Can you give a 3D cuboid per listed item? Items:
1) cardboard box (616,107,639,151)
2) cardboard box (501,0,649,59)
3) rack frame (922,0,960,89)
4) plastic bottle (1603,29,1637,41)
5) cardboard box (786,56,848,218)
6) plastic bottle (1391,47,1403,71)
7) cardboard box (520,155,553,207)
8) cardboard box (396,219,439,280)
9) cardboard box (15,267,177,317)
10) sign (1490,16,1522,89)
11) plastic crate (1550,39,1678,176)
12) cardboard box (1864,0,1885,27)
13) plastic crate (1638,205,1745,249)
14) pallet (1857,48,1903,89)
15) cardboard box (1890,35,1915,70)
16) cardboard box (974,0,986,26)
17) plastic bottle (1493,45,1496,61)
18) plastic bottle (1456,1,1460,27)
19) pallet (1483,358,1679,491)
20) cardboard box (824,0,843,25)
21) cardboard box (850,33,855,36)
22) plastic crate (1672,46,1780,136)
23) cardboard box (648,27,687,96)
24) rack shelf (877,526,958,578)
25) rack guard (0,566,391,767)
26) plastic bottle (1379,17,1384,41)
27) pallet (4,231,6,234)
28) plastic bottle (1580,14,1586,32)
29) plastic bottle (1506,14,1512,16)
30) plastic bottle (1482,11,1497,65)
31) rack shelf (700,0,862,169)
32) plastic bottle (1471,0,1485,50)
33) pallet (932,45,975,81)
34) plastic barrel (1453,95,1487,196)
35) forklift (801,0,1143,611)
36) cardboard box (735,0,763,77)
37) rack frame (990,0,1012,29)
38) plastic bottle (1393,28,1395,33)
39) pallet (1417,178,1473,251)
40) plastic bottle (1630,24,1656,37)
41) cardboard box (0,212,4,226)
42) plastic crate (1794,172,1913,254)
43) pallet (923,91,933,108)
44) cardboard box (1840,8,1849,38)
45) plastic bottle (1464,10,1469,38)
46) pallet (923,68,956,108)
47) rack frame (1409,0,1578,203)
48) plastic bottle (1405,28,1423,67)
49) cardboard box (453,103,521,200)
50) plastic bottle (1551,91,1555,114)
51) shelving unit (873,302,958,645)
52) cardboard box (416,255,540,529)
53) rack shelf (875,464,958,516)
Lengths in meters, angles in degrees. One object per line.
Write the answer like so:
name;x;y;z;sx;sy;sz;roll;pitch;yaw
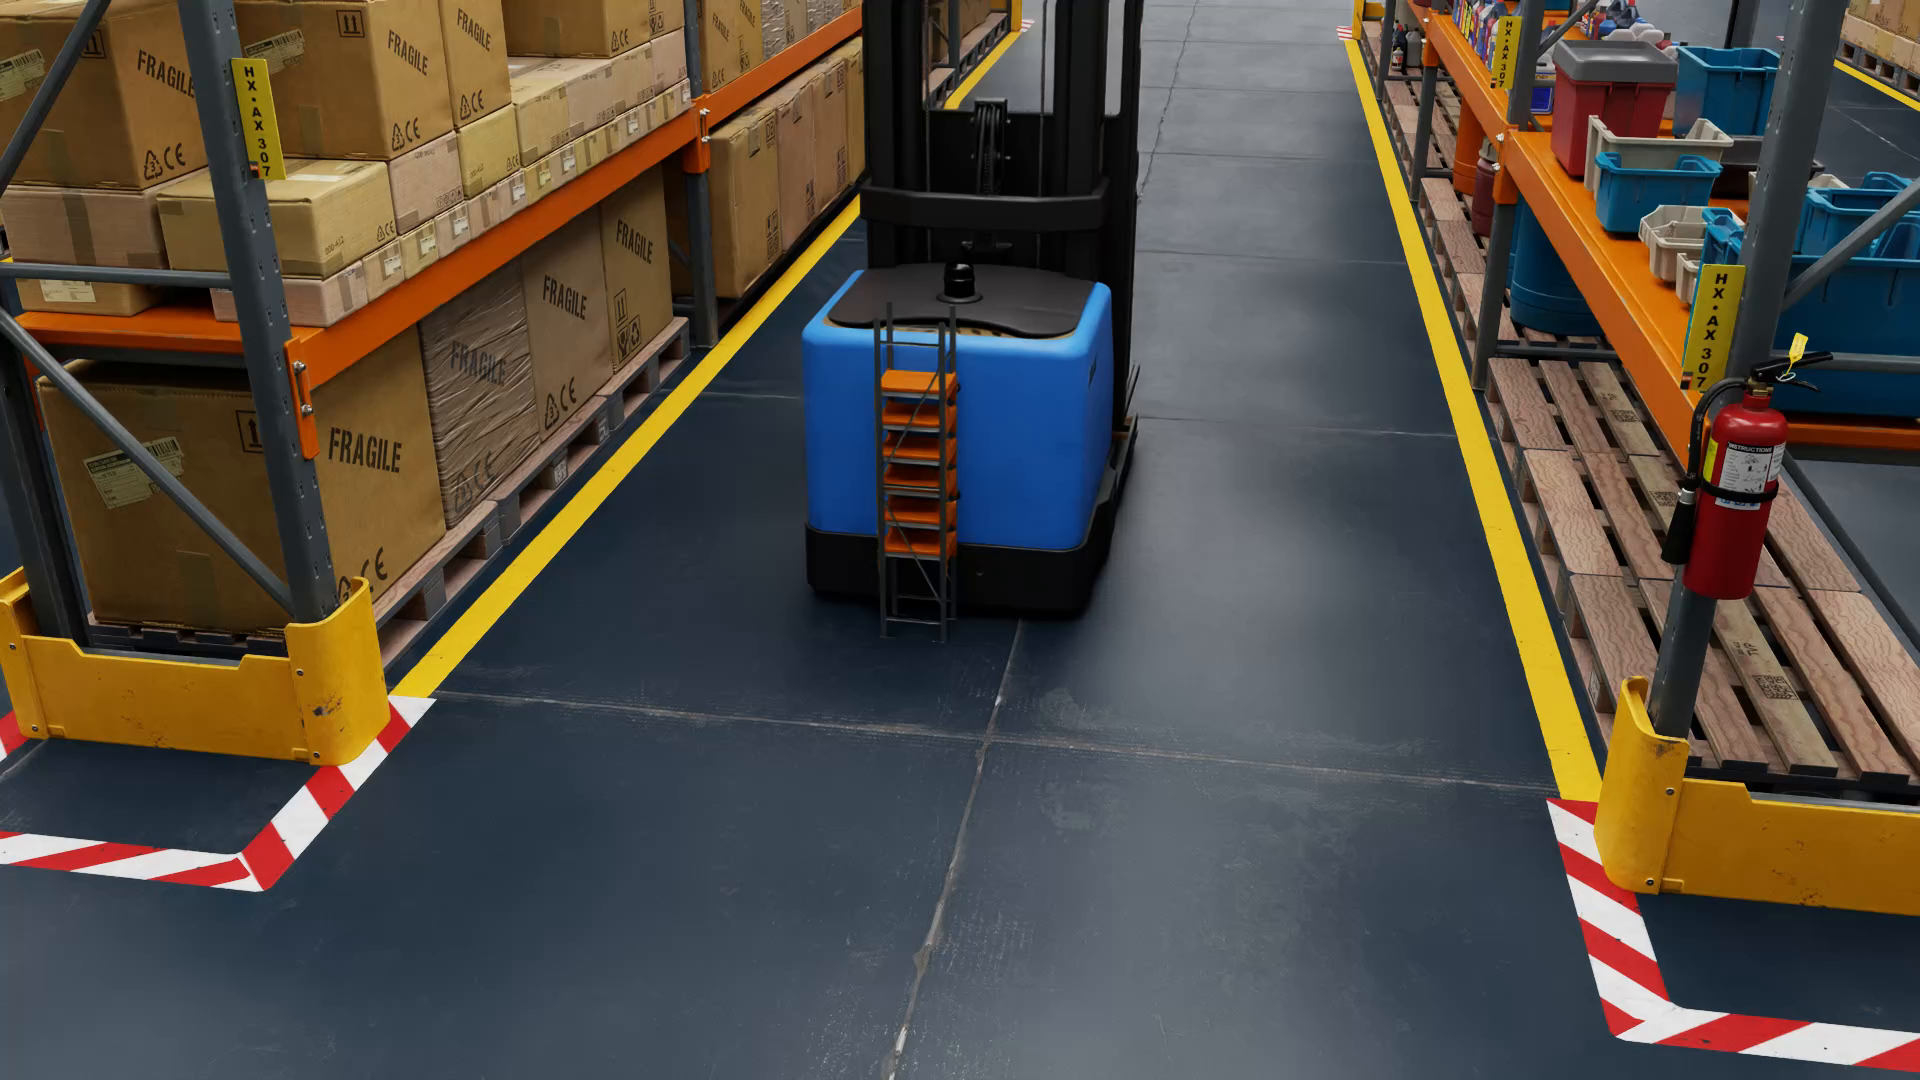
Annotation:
cardboard box;-1.666;-1.850;7.461;0.380;0.149;0.250;4;25;9
cardboard box;-1.711;-2.423;7.330;0.500;0.500;0.500;4;25;9
rack frame;-0.506;-5.783;15.566;1.000;3.000;0.127;4;25;9
plastic bottle;3.526;-2.602;8.918;0.152;0.276;0.135;4;25;9
cardboard box;-1.446;-2.678;10.944;1.225;0.875;0.875;4;25;9
plastic bottle;4.132;-4.545;15.703;0.097;0.201;0.097;0;25;0
cardboard box;-1.834;-1.419;6.540;0.380;0.149;0.250;3;25;7
cardboard box;-2.002;-0.990;5.623;0.380;0.149;0.250;3;25;7
cardboard box;-2.734;-0.822;5.264;0.380;0.149;0.250;5;25;10
sign;2.530;-2.258;7.709;0.100;0.325;0.005;4;25;9
plastic crate;2.680;-1.794;6.897;0.402;0.464;0.583;4;25;9
cardboard box;9.464;-5.424;16.663;0.500;0.500;0.500;4;25;9
plastic crate;2.487;-1.045;5.685;0.298;0.136;0.250;4;25;9
pallet;9.635;-4.673;16.485;1.003;0.211;1.213;4;25;9
cardboard box;9.285;-4.667;15.931;0.500;0.250;0.500;4;25;9
cardboard box;-0.035;-6.001;18.486;0.500;0.500;0.500;11;27;22
plastic bottle;2.982;-2.645;9.008;0.152;0.276;0.135;4;25;9
plastic bottle;3.275;-3.431;10.775;0.097;0.201;0.097;0;25;0
pallet;2.991;-0.520;7.613;1.003;0.211;1.213;4;25;9
cardboard box;-1.083;-3.723;11.048;0.500;0.500;0.500;4;25;8
cardboard box;-1.080;-3.799;12.872;0.500;0.250;0.500;5;26;11
plastic crate;3.333;-1.895;7.207;0.392;0.384;0.575;4;25;9
cardboard box;-1.627;-2.301;7.953;0.500;0.250;0.500;4;25;8
rack shelf;-0.150;0.040;5.920;0.258;0.103;0.180;5;25;10
rack guard;-2.471;0.378;5.352;1.175;0.500;0.348;4;25;9
plastic bottle;4.430;-5.339;17.318;0.097;0.271;0.097;0;25;0
pallet;-6.367;-2.397;11.622;1.003;0.211;1.213;4;25;9
plastic bottle;4.007;-3.334;10.569;0.097;0.201;0.097;0;25;0
plastic bottle;3.094;-2.841;9.434;0.097;0.271;0.097;0;25;0
plastic bottle;3.013;-2.845;9.427;0.061;0.283;0.133;4;25;9
rack shelf;-1.487;-2.947;10.357;1.077;0.370;4.000;4;25;9
plastic bottle;3.103;-3.075;9.919;0.061;0.283;0.133;4;25;9
pallet;-0.431;-4.803;16.762;1.003;0.211;1.213;4;25;9
plastic barrel;3.663;-2.768;11.190;0.600;0.830;0.708;4;25;9
forklift;0.206;-1.669;6.857;1.130;2.935;3.031;5;25;10
cardboard box;-1.410;-2.867;9.220;0.500;0.500;0.500;4;25;9
rack frame;0.148;-7.456;19.140;1.000;3.000;0.127;4;25;9
plastic bottle;4.218;-4.849;16.256;0.061;0.283;0.133;6;26;12
pallet;3.639;-2.171;11.139;1.003;0.211;1.213;4;25;9
plastic bottle;3.714;-2.689;9.102;0.152;0.276;0.135;4;25;9
cardboard box;-6.308;-2.171;10.304;0.500;0.500;0.500;5;26;11
plastic crate;3.049;-1.129;5.750;0.416;0.233;0.300;4;25;9
pallet;-0.829;-3.682;14.368;1.003;0.211;1.213;4;25;9
cardboard box;9.613;-5.504;17.718;0.500;0.250;0.500;4;25;9
plastic bottle;3.194;-3.222;10.330;0.097;0.201;0.097;0;25;0
pallet;-0.632;-4.194;15.461;1.003;0.211;1.213;4;25;9
rack frame;3.727;-3.766;11.258;1.000;3.000;0.127;4;25;9
plastic bottle;4.343;-4.718;15.898;0.144;0.351;0.185;4;25;9
cardboard box;-1.958;-1.440;6.115;0.500;0.250;0.500;3;25;7
plastic bottle;2.944;-2.190;8.125;0.097;0.201;0.097;0;25;0
shelving unit;-0.150;-0.217;5.799;0.258;1.200;0.189;5;25;10
cardboard box;-2.293;-0.645;6.602;0.875;0.875;0.875;4;25;9
rack shelf;-0.150;-0.177;5.818;0.258;0.103;0.180;5;25;10
